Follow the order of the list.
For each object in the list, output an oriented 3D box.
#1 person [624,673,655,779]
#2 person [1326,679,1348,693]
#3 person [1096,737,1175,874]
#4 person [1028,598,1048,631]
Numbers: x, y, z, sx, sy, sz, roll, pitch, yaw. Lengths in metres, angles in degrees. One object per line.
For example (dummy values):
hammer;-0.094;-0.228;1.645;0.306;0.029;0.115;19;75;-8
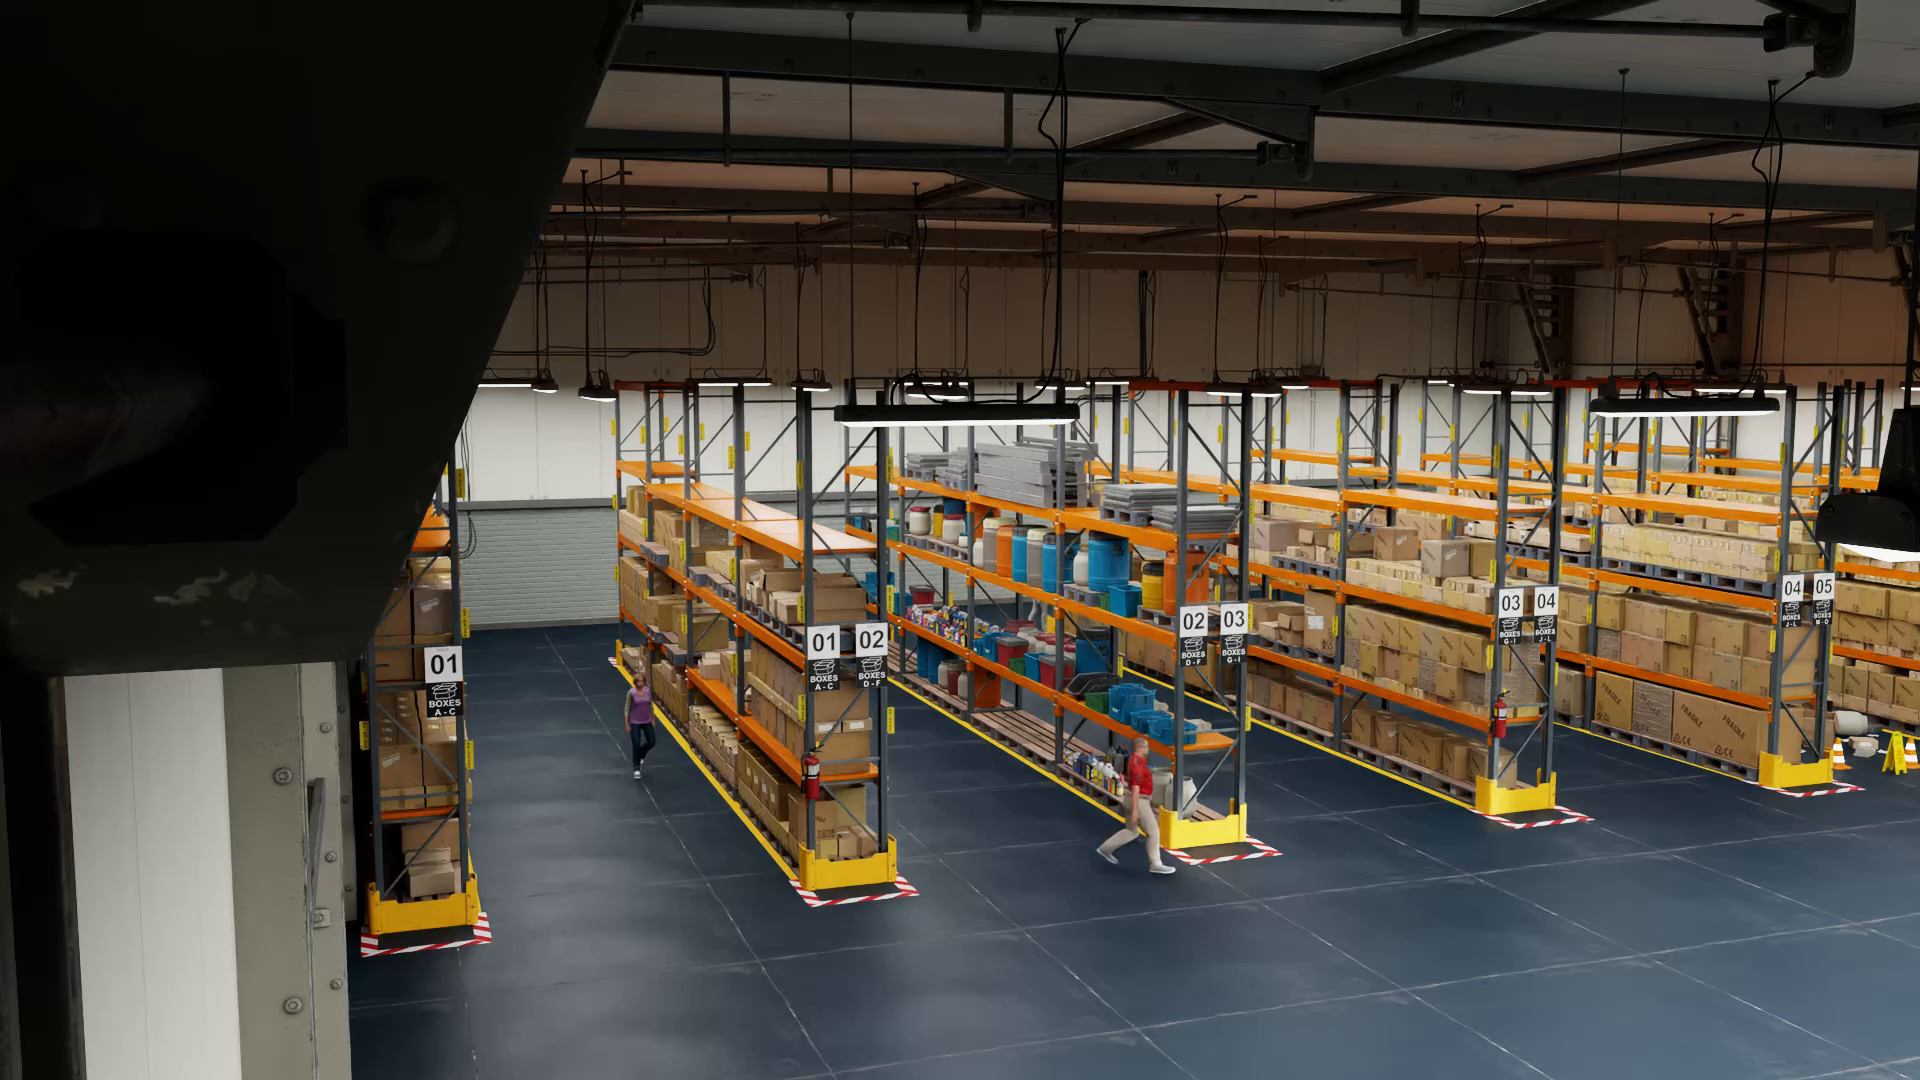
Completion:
person;-4.936;2.831;25.600;0.485;1.604;0.540;-4;7;-30
person;7.007;2.246;30.958;0.524;1.646;0.474;-2;6;-14
person;2.194;3.292;20.763;0.958;1.683;0.571;0;6;-3
person;1.891;1.353;39.488;0.626;1.700;0.591;-2;6;-17
